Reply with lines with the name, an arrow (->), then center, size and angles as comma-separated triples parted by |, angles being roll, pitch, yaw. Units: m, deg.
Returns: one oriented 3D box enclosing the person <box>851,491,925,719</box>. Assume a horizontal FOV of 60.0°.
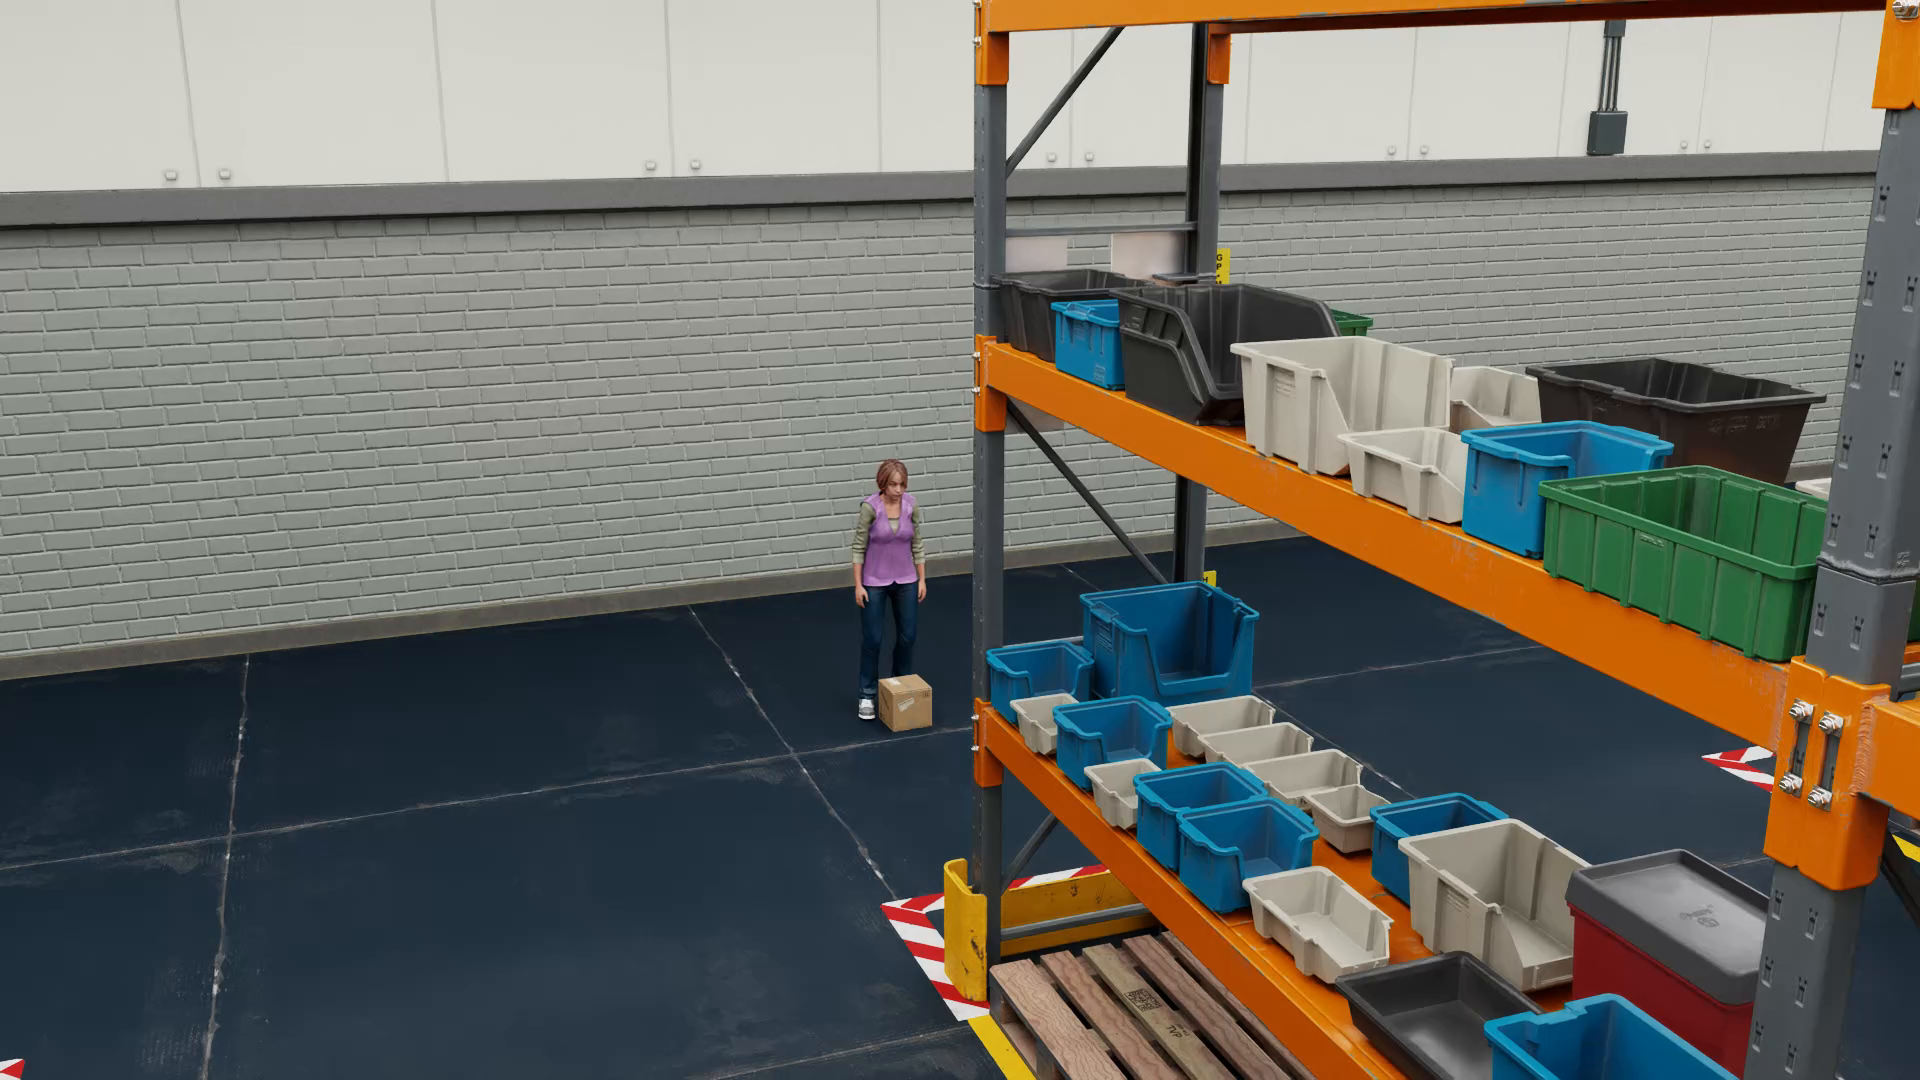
person -> -4.464, 0.354, 6.877 | 10.188, 3.194, 3.307 | -6, 17, -20
